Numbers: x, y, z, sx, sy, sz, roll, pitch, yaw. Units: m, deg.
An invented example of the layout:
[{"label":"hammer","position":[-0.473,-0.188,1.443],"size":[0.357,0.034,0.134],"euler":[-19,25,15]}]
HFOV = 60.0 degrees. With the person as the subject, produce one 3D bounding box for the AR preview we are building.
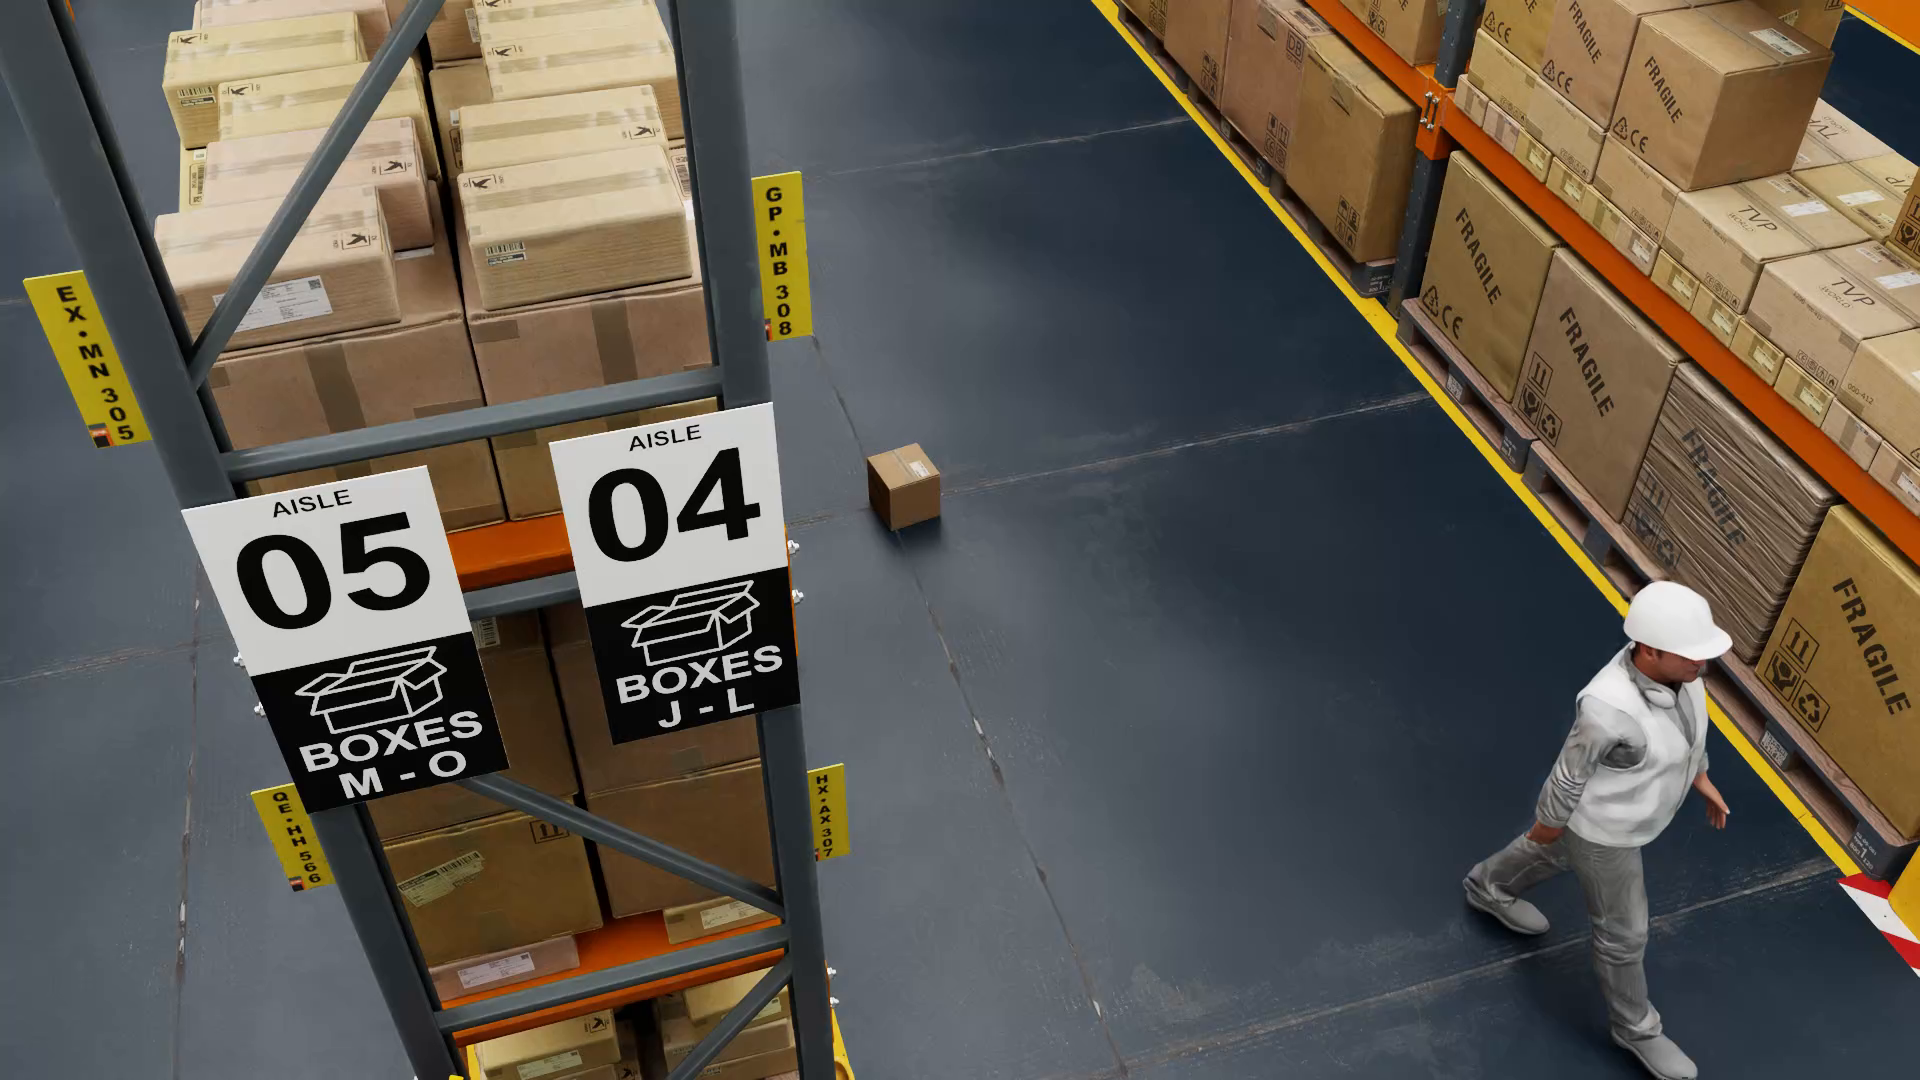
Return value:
[{"label":"person","position":[2.145,0.851,5.174],"size":[0.952,1.724,0.551],"euler":[31,50,30]}]
